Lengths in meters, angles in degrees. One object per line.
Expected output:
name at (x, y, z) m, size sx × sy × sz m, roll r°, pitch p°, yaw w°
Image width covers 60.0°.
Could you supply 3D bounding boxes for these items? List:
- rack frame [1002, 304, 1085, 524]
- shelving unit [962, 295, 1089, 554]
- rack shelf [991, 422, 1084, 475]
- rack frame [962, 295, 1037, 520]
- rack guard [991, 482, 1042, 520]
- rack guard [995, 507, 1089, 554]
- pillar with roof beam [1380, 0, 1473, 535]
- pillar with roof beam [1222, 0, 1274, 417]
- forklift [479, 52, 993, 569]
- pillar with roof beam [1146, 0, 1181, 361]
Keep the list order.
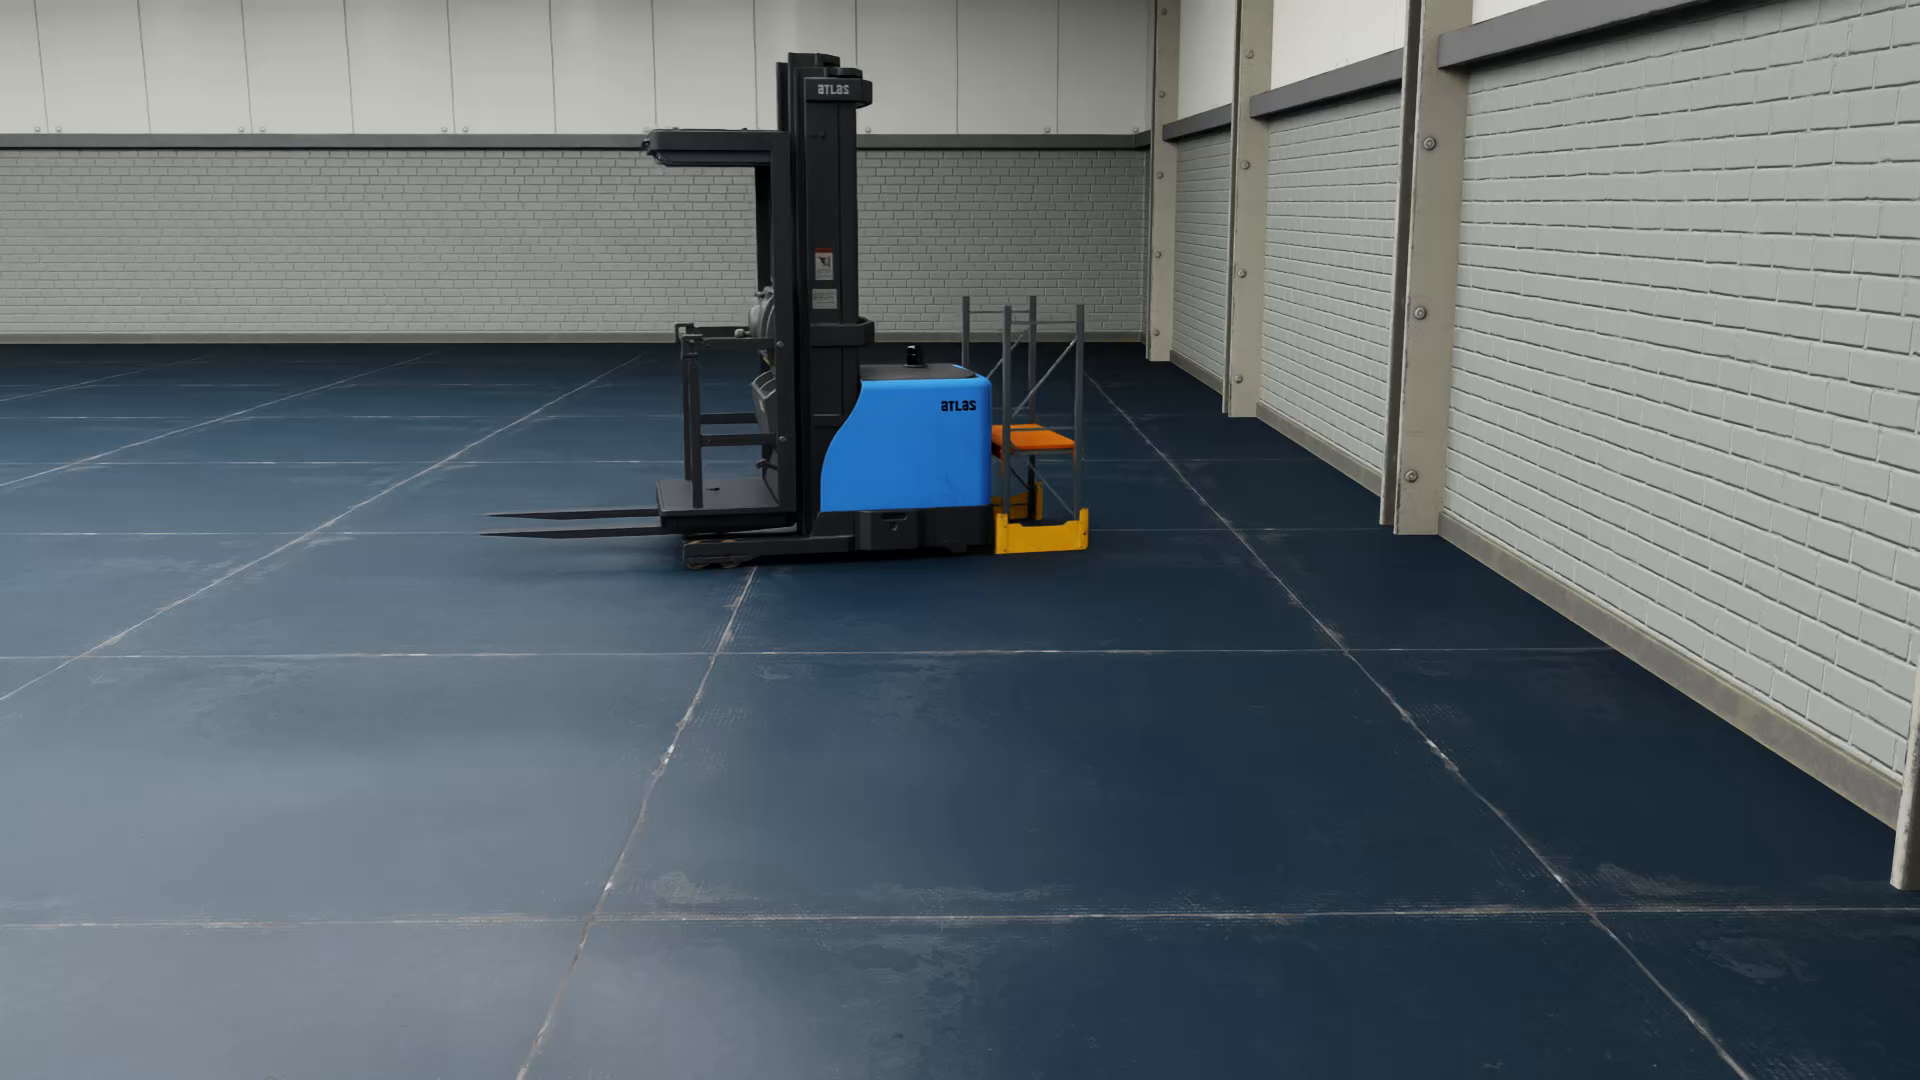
rack frame at (0.503, -0.671, 10.092) m, size 0.500 × 1.500 × 0.032 m, roll -3°, pitch 12°, yaw -14°
shelving unit at (0.383, -0.767, 10.567) m, size 0.587 × 1.500 × 1.083 m, roll -3°, pitch 12°, yaw -14°
rack shelf at (0.381, -0.592, 10.612) m, size 0.538 × 0.185 × 1.000 m, roll -3°, pitch 12°, yaw -14°
rack frame at (0.259, -0.867, 11.060) m, size 0.500 × 1.500 × 0.032 m, roll -3°, pitch 12°, yaw -14°
rack guard at (0.264, -0.251, 11.166) m, size 0.587 × 0.250 × 0.087 m, roll -3°, pitch 12°, yaw -14°
rack guard at (0.502, -0.058, 10.218) m, size 0.587 × 0.250 × 0.087 m, roll -3°, pitch 12°, yaw -14°
pillar with roof beam at (-1.342, -4.467, 9.947) m, size 9.100 × 9.000 × 0.400 m, roll 0°, pitch 11°, yaw -1°
pillar with roof beam at (-1.466, -5.660, 15.826) m, size 9.100 × 9.000 × 0.400 m, roll 0°, pitch 11°, yaw -1°
forklift at (-1.368, -1.380, 9.989) m, size 3.031 × 2.935 × 1.130 m, roll -2°, pitch 12°, yaw -12°
pillar with roof beam at (-1.590, -6.853, 21.705) m, size 9.100 × 9.000 × 0.400 m, roll 0°, pitch 11°, yaw -1°
